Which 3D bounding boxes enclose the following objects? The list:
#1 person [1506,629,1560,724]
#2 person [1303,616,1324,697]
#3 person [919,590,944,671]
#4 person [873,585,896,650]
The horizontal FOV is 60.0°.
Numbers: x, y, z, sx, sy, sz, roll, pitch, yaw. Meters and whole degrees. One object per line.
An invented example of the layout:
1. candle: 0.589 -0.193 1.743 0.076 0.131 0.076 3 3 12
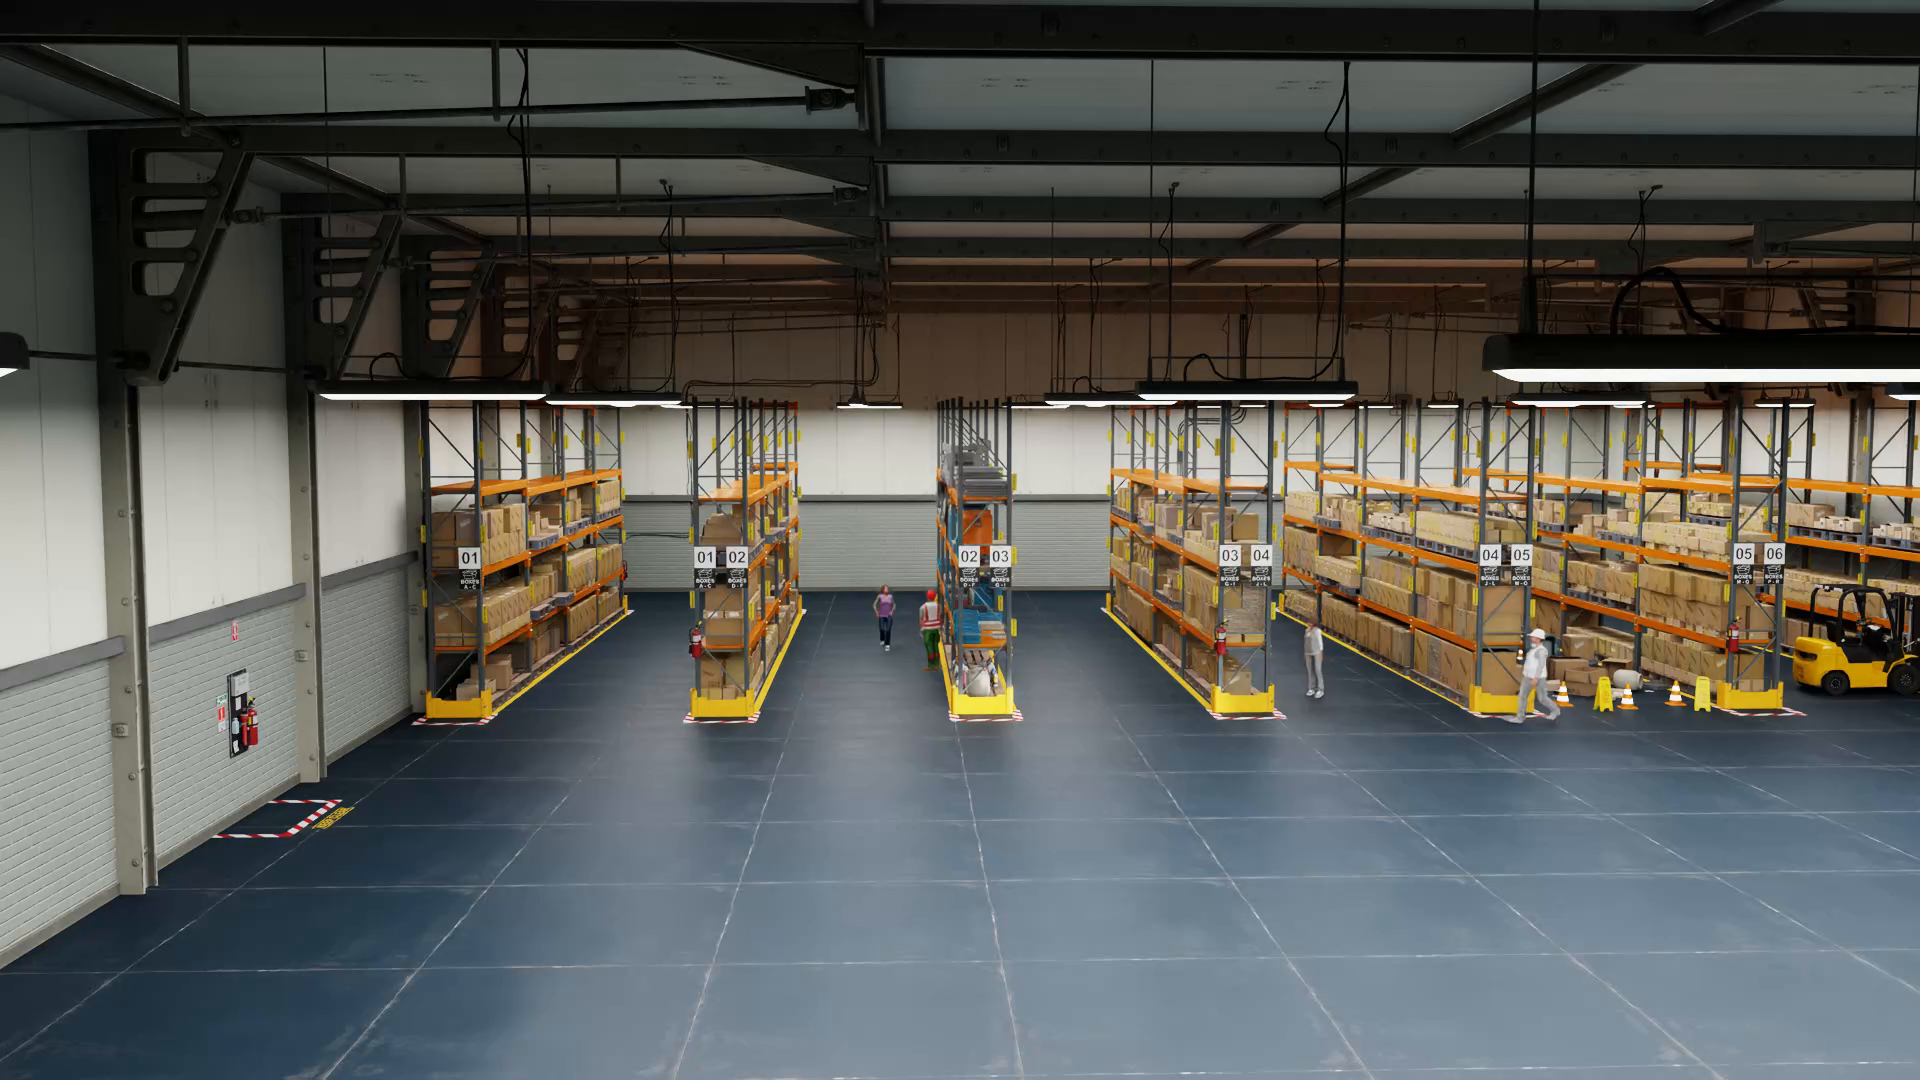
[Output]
1. person: 10.567 2.503 30.487 0.981 1.747 0.507 -2 5 -26
2. person: 7.107 2.336 33.484 0.397 1.607 0.507 -4 6 -44
3. person: -0.600 1.979 36.464 0.657 1.808 0.379 -3 5 -33
4. person: -1.811 1.852 39.675 0.546 1.561 0.445 0 4 1
